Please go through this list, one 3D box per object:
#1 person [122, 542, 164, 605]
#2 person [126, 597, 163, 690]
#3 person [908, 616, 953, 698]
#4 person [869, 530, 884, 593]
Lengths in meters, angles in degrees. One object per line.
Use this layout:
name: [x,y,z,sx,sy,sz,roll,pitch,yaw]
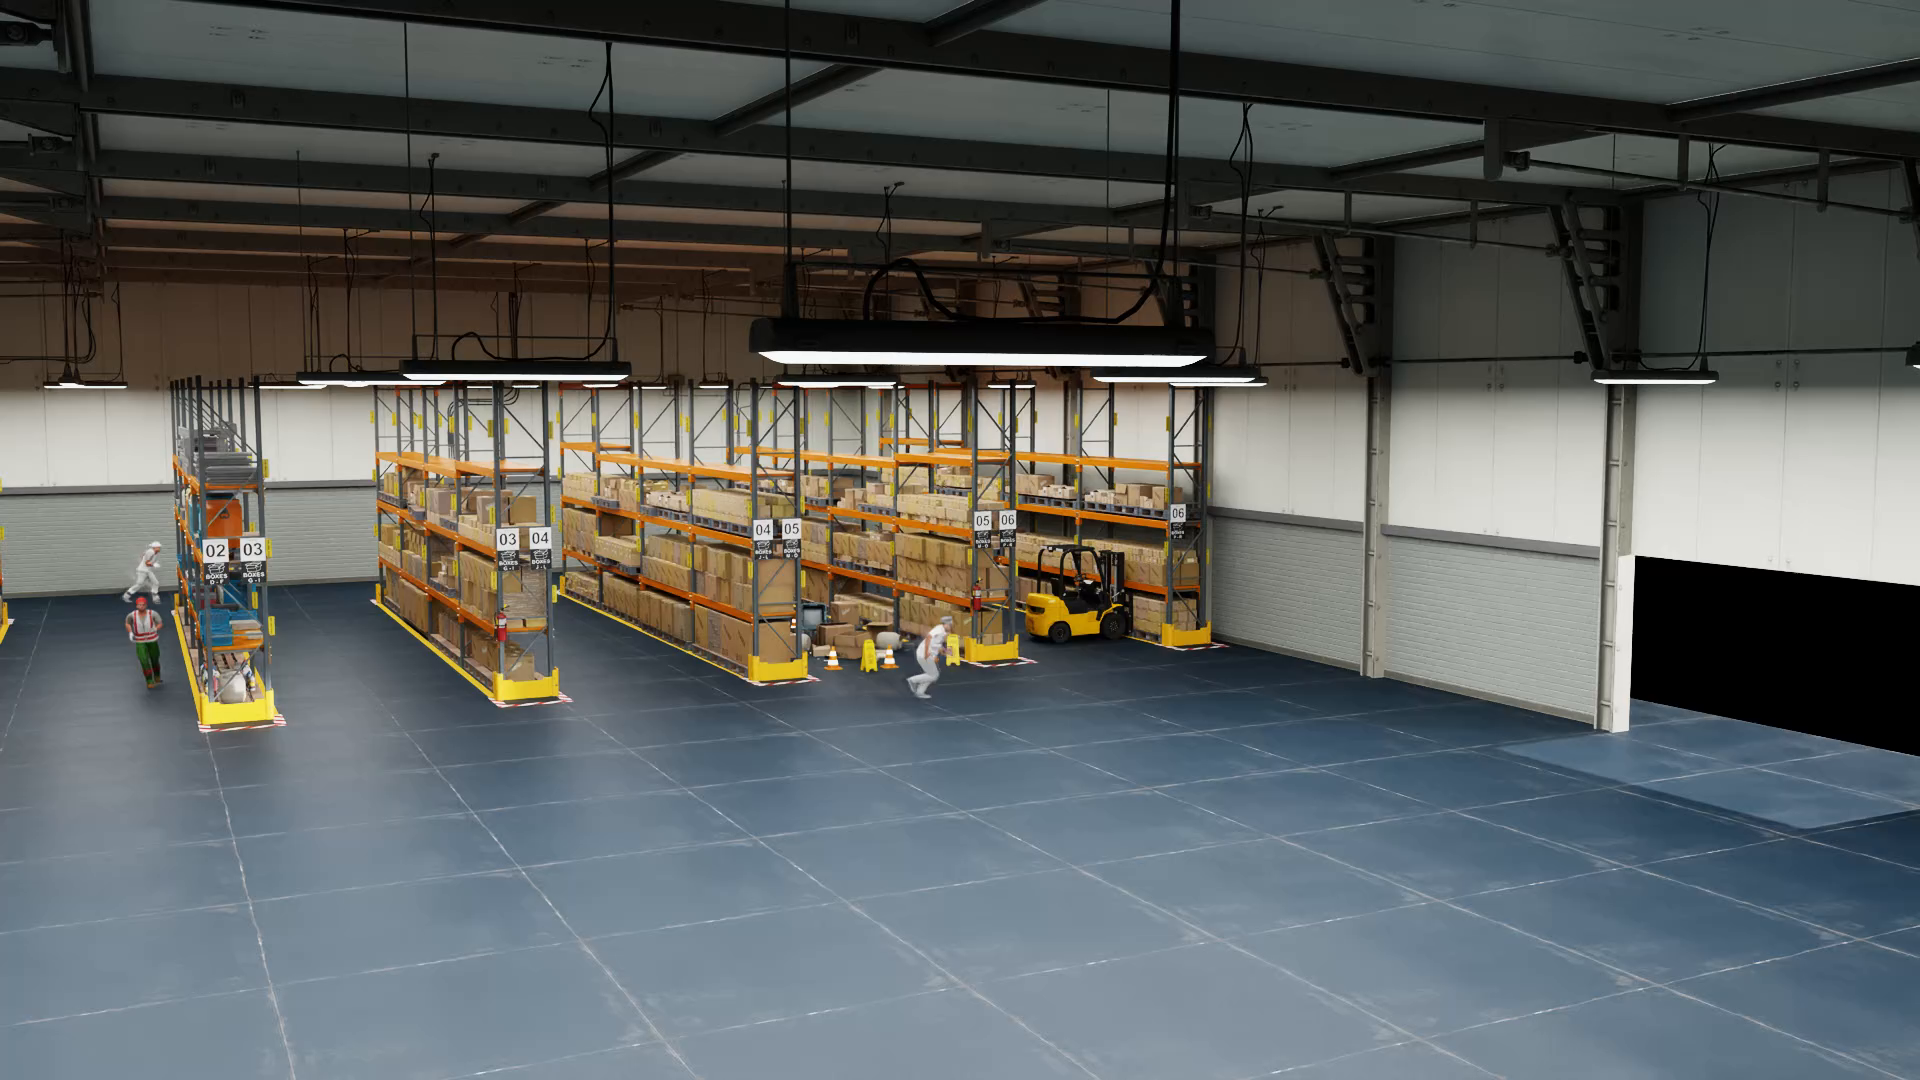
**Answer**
person: [-21.967,0.924,44.677,1.051,1.732,0.702,-2,5,-22]
person: [-15.744,1.966,32.139,0.653,1.760,0.878,-3,6,-28]
person: [-0.551,2.200,31.010,0.861,1.551,0.687,0,5,3]
person: [-2.337,0.587,45.128,0.675,1.694,0.715,-4,7,-40]
